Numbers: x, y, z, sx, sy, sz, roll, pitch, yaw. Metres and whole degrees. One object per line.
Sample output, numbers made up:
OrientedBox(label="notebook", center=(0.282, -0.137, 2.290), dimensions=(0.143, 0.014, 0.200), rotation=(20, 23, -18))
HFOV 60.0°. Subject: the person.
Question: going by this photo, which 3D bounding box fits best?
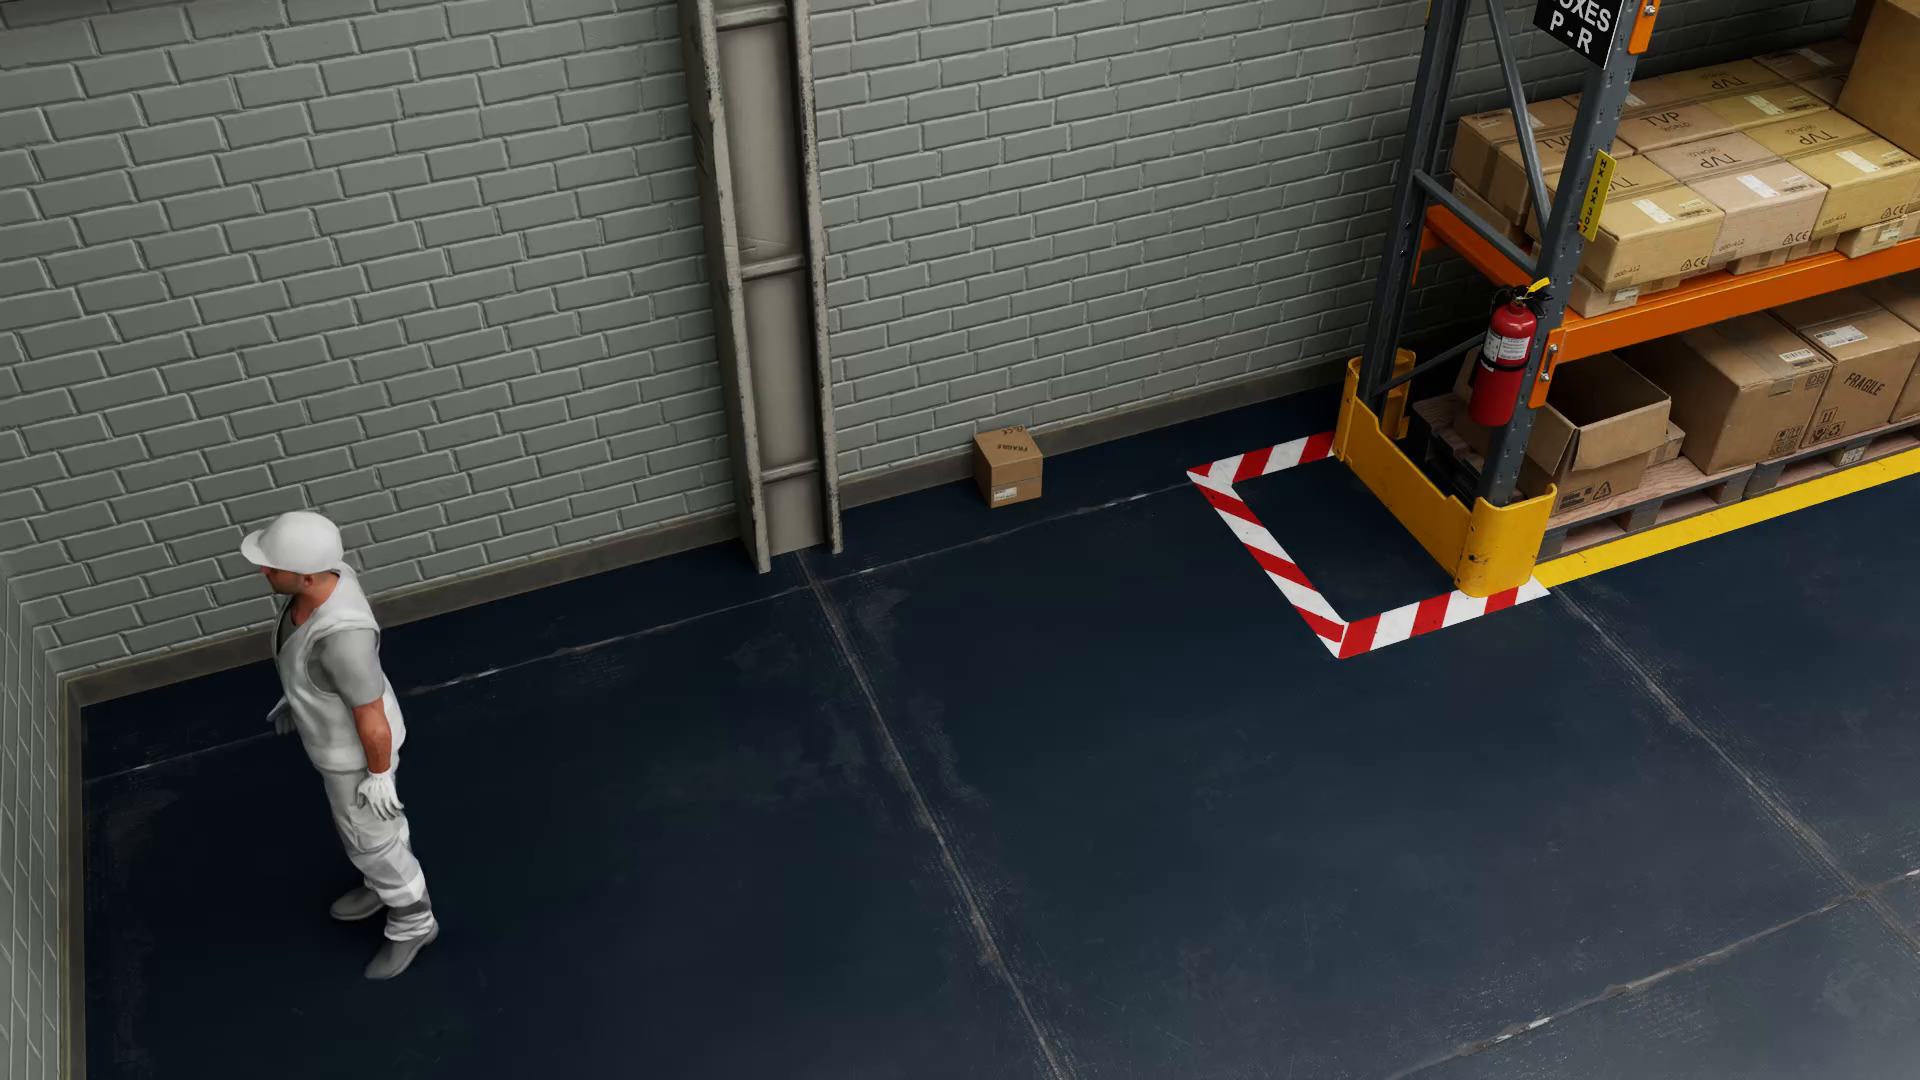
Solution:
OrientedBox(label="person", center=(-2.005, 0.684, 5.390), dimensions=(0.446, 1.796, 0.591), rotation=(-20, 45, -21))
